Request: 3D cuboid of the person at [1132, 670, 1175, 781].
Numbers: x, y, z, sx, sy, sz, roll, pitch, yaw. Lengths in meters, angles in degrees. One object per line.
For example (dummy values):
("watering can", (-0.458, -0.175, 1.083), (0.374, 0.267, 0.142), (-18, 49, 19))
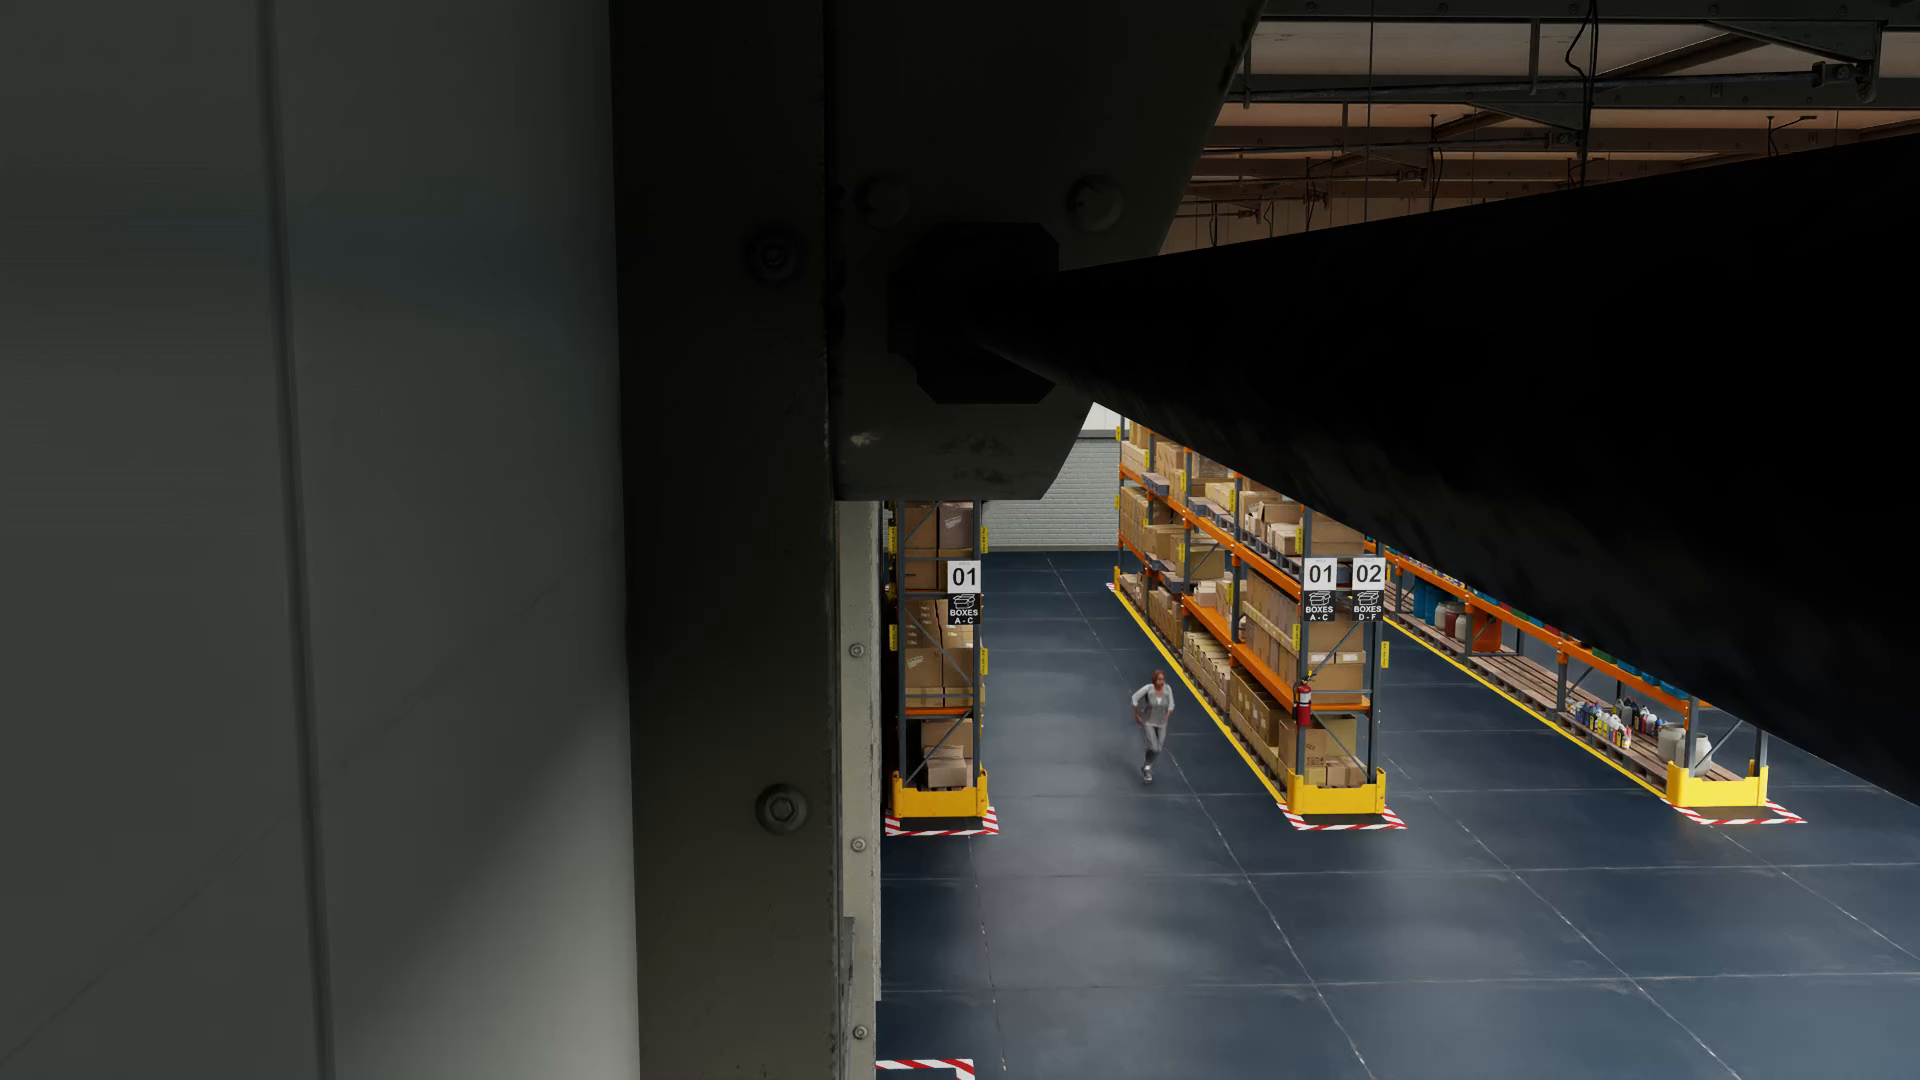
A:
("person", (2.556, 2.437, 21.778), (0.504, 1.541, 0.646), (-2, 9, -16))
